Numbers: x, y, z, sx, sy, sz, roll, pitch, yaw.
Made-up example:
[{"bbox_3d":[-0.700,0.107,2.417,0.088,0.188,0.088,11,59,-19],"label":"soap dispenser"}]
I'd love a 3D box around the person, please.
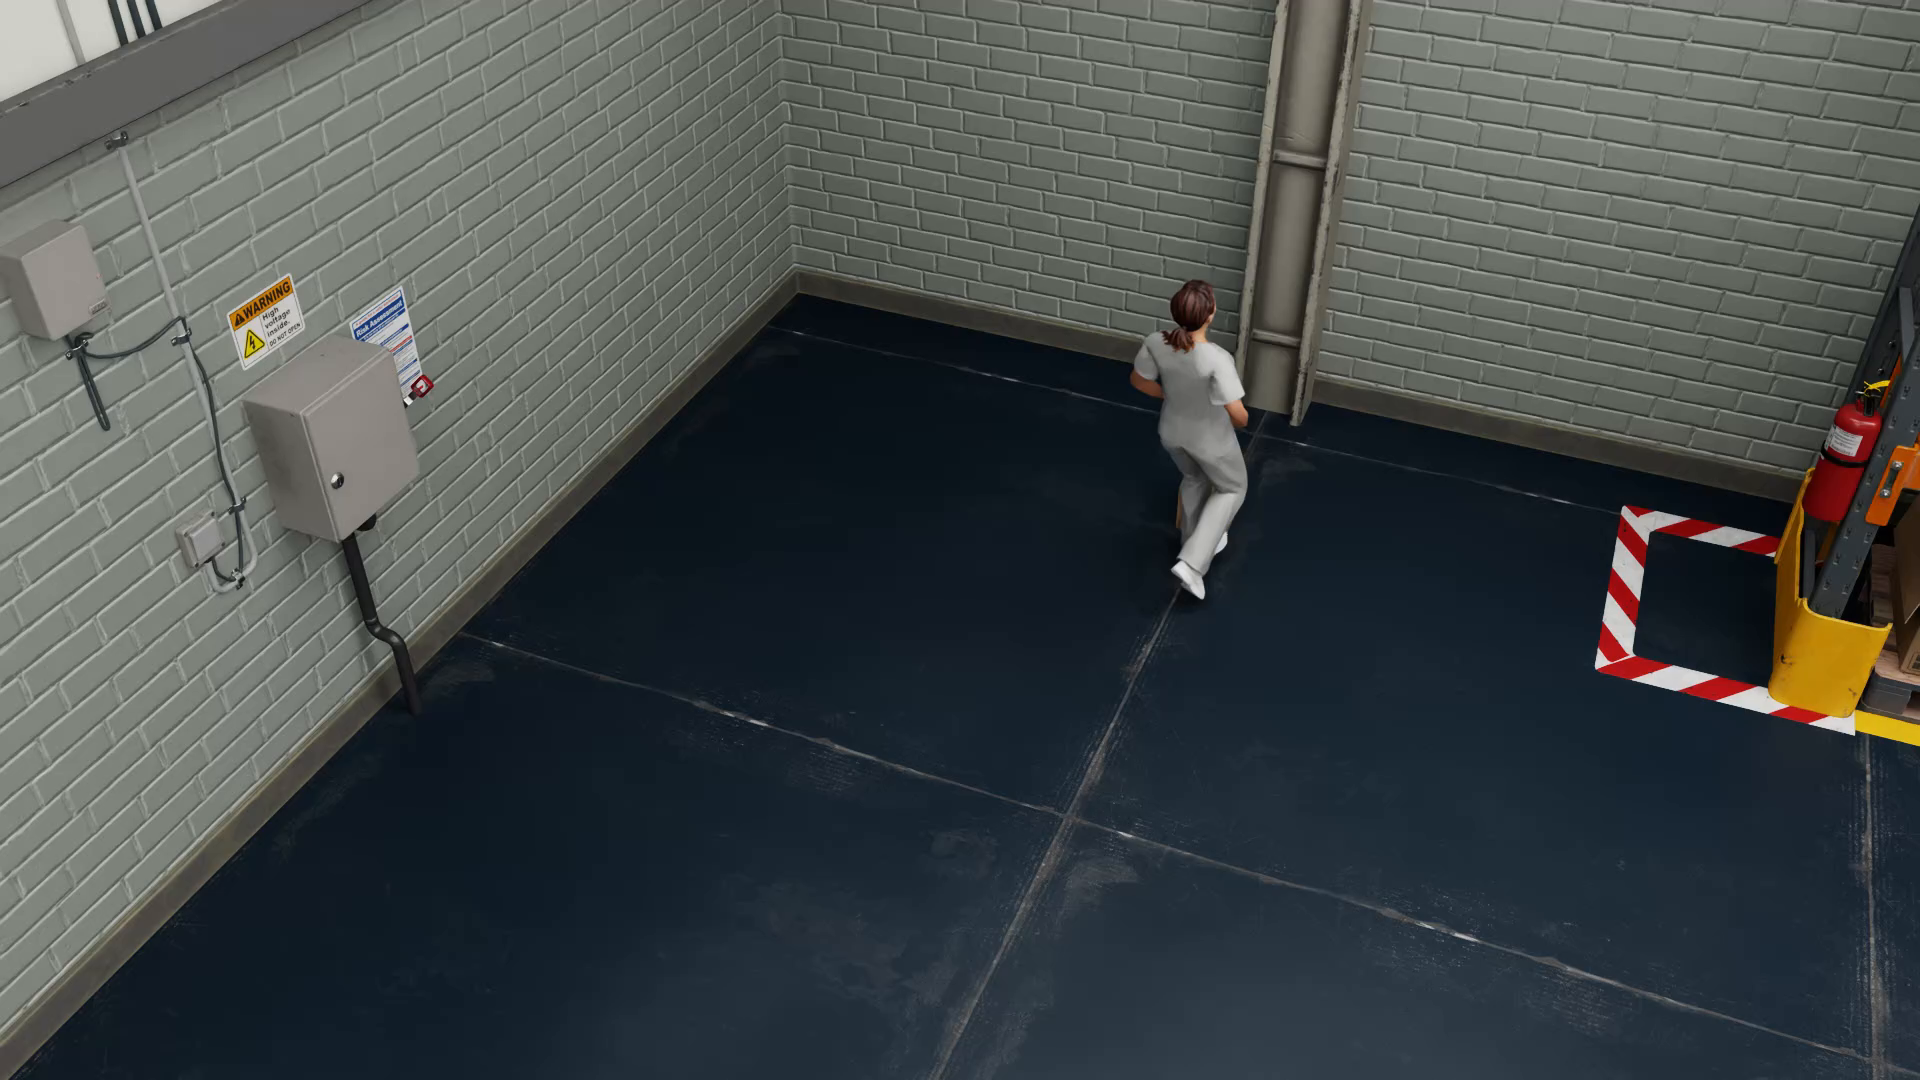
[{"bbox_3d":[1.086,-0.493,7.501,0.601,1.613,0.634,24,44,28],"label":"person"}]
